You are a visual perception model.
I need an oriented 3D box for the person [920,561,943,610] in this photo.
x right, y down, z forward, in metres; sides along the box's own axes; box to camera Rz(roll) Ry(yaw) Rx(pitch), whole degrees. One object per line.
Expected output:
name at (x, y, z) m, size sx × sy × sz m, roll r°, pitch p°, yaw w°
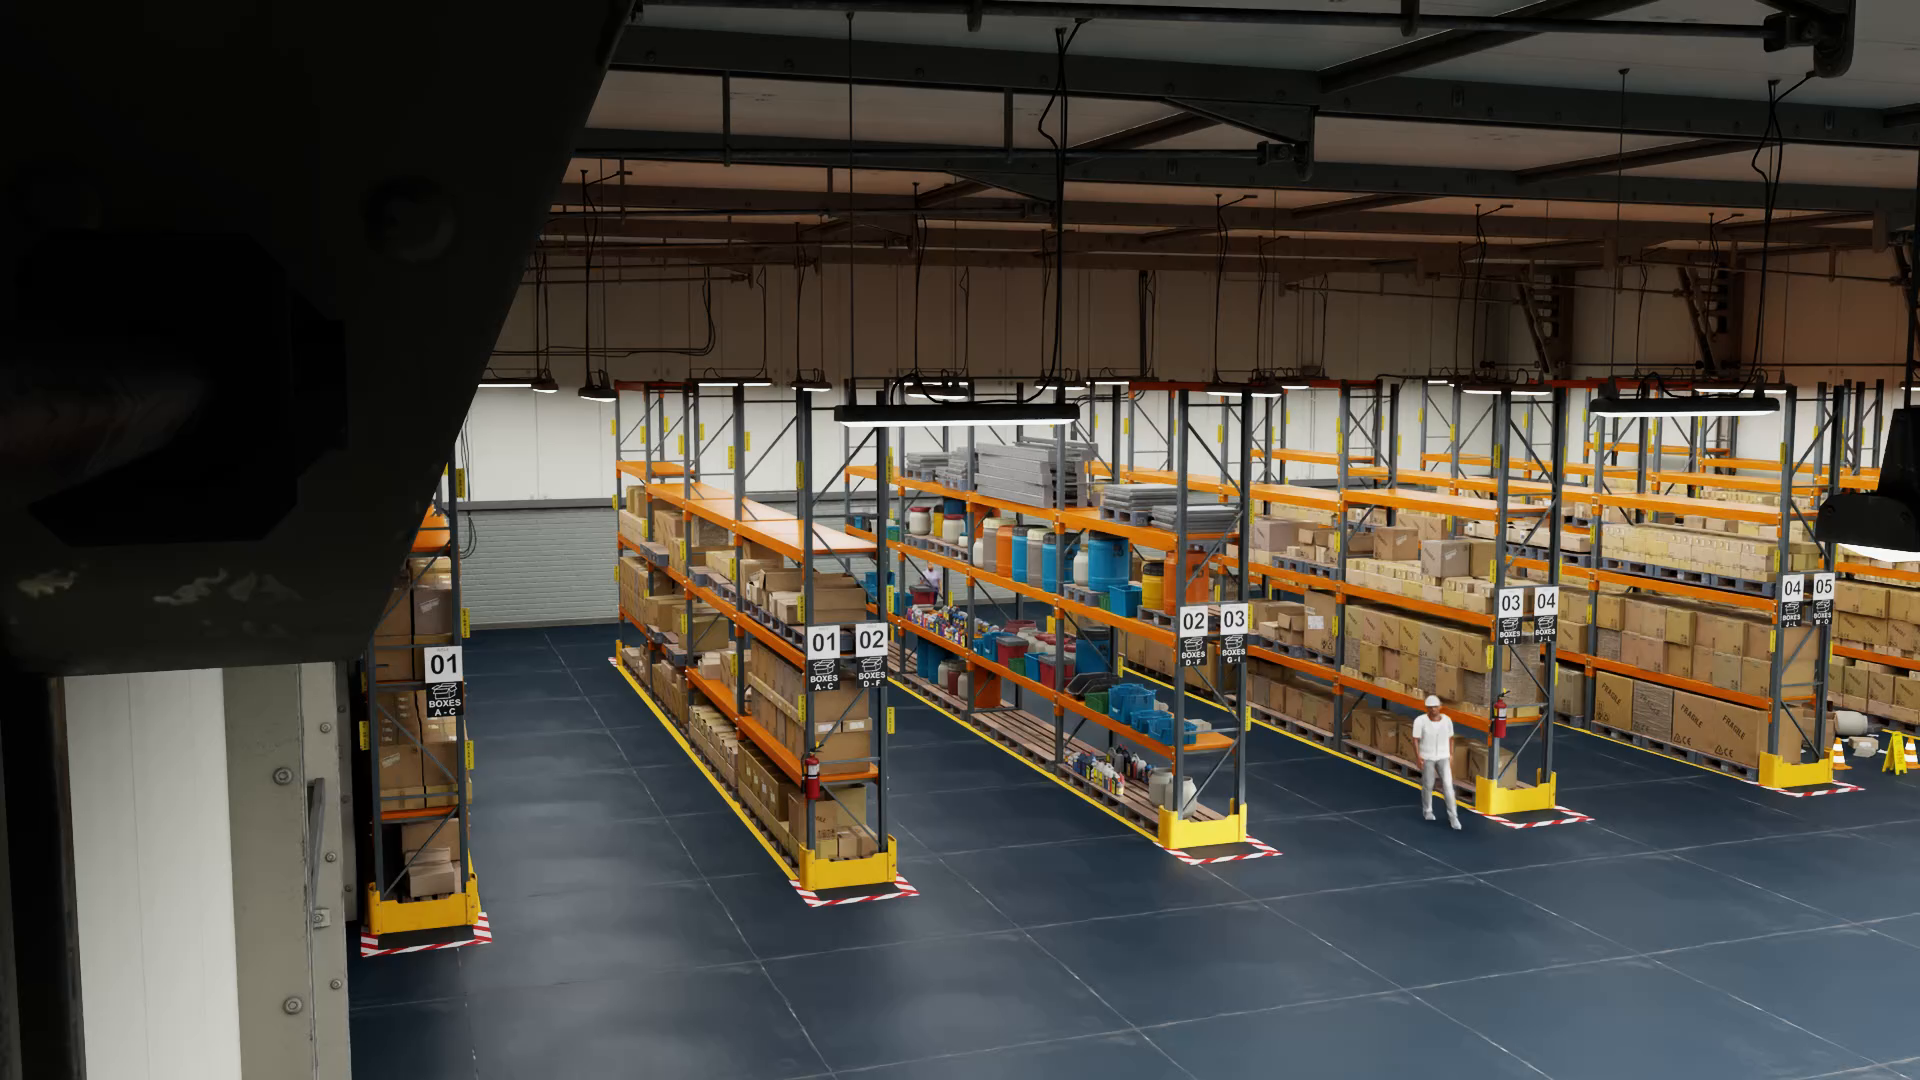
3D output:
person at (-0.692, 1.268, 40.275) m, size 0.505 × 1.588 × 1.008 m, roll -2°, pitch 6°, yaw -21°

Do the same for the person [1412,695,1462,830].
person at (6.569, 3.039, 22.922) m, size 0.624 × 1.775 × 0.680 m, roll 0°, pitch 6°, yaw 3°
